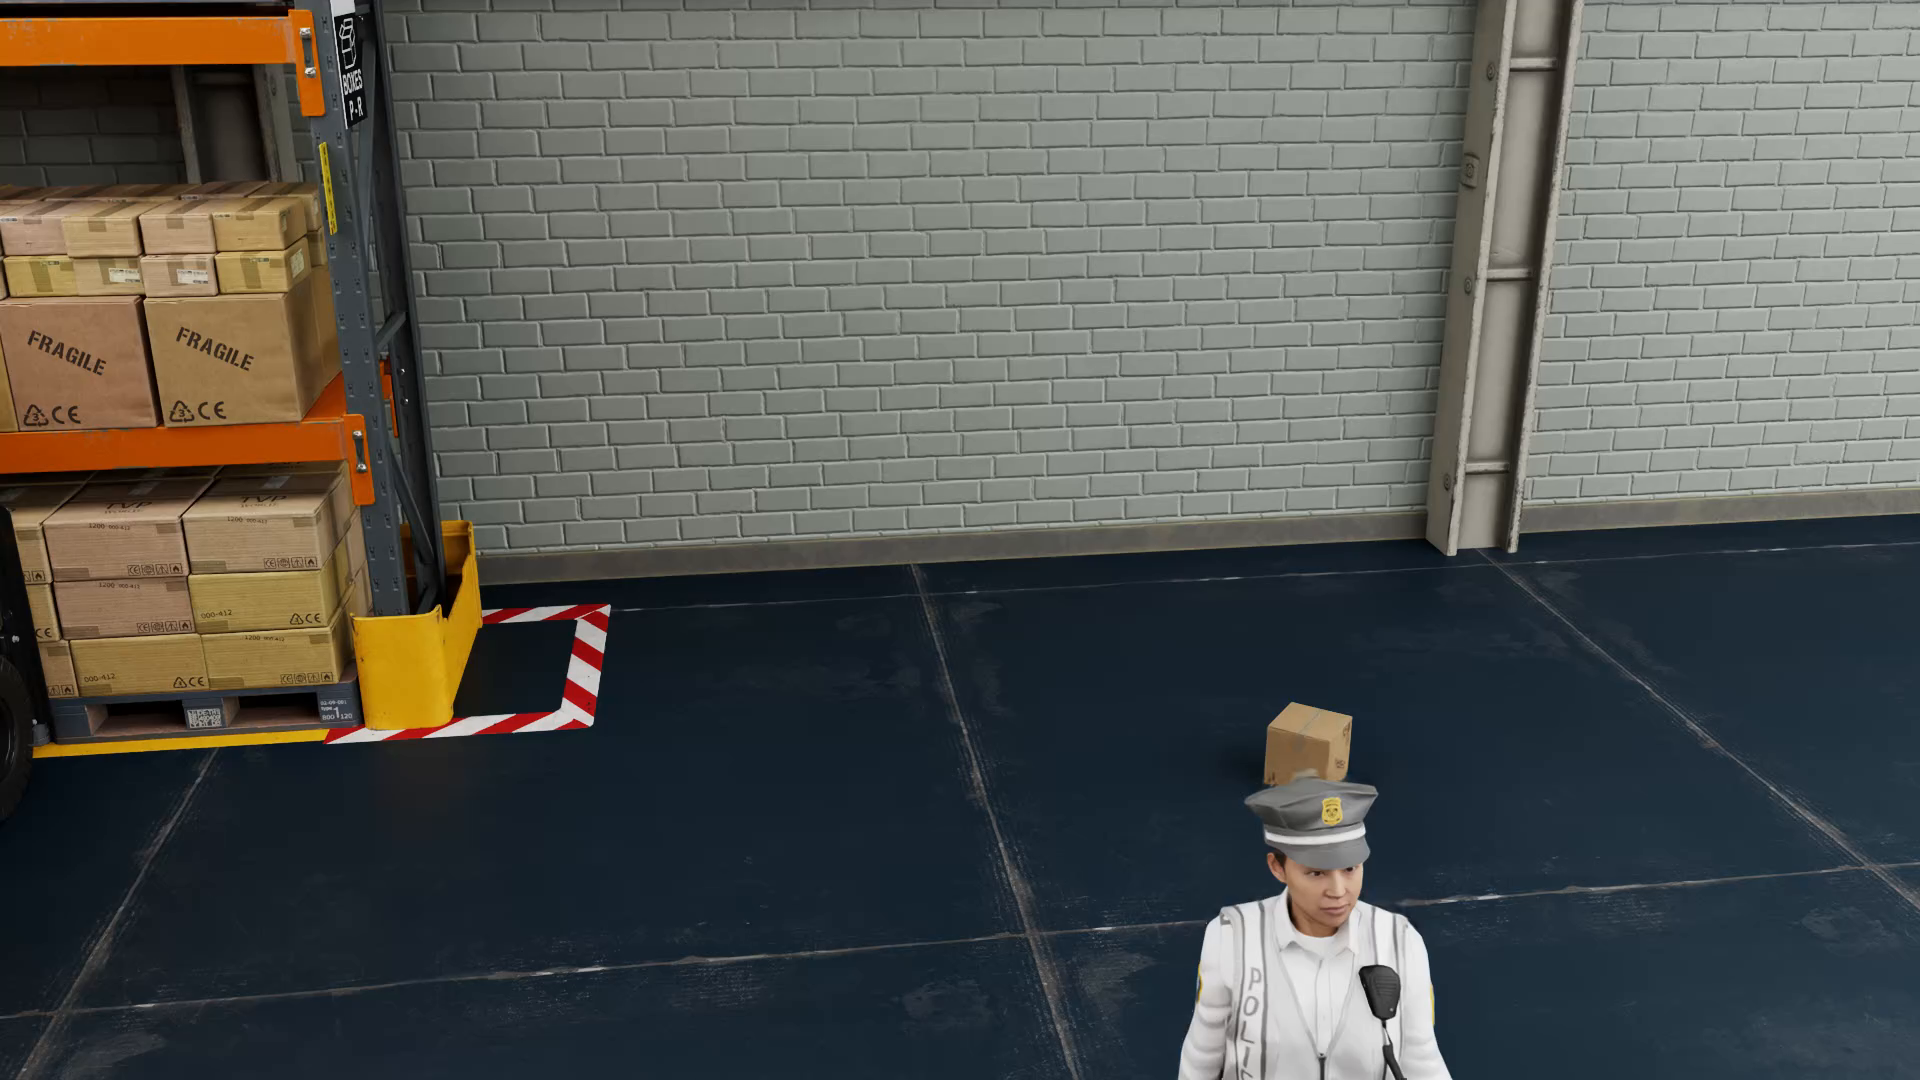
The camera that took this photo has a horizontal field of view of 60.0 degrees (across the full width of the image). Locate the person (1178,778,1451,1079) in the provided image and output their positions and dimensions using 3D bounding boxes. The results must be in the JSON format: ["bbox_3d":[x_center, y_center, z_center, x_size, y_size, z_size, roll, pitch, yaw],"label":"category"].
[{"bbox_3d":[0.678,1.224,3.182,0.512,1.635,0.970,0,20,1],"label":"person"}]
